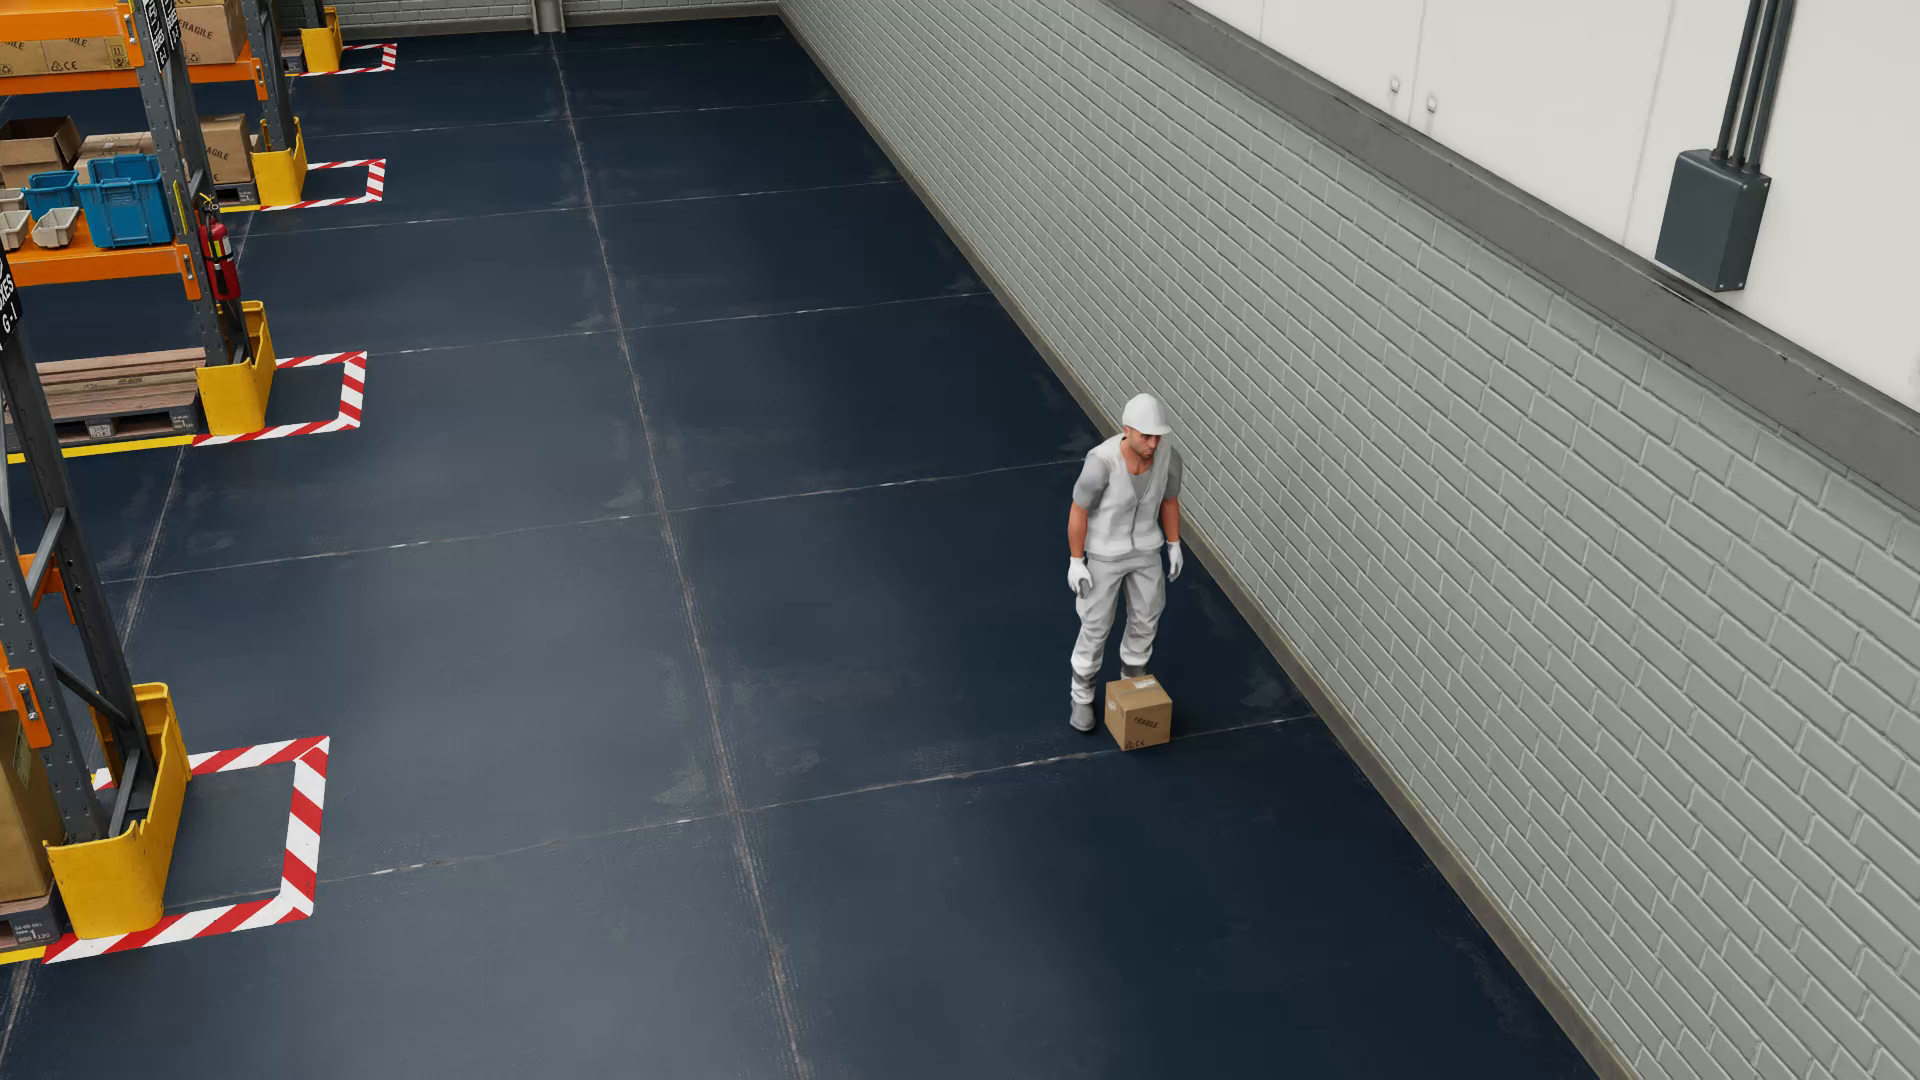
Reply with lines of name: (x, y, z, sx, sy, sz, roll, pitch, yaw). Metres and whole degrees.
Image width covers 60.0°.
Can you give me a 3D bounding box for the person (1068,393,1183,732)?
person: (0.806, 0.090, 8.072, 0.615, 1.778, 0.453, -10, 31, -16)
